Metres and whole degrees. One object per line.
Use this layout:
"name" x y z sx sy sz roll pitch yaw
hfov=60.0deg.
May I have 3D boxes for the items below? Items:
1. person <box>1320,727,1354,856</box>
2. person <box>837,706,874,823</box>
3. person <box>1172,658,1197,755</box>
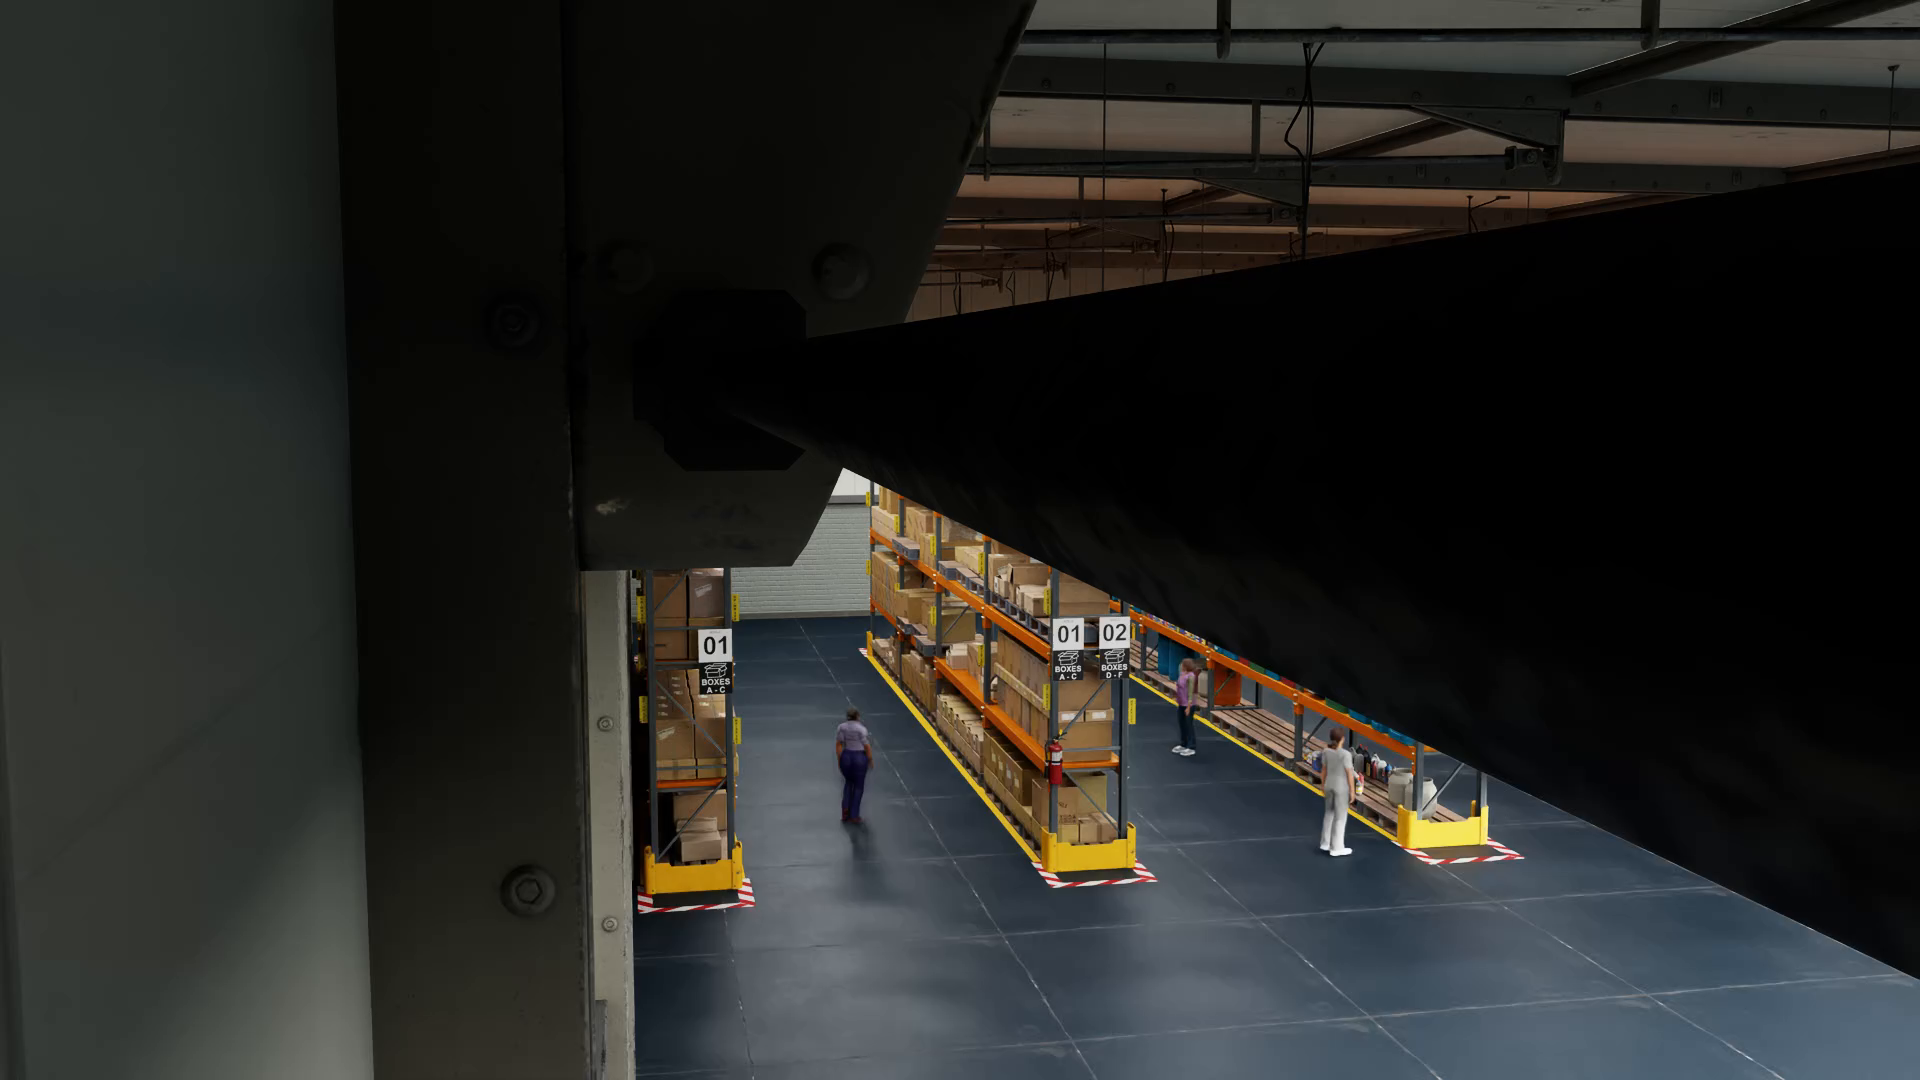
"person" 4.918 3.270 21.594 0.398 1.713 0.504 -5 8 -39
"person" -1.448 3.112 23.115 0.499 1.677 0.466 2 6 22
"person" 3.681 2.699 27.131 0.355 1.598 0.503 -2 6 -16
